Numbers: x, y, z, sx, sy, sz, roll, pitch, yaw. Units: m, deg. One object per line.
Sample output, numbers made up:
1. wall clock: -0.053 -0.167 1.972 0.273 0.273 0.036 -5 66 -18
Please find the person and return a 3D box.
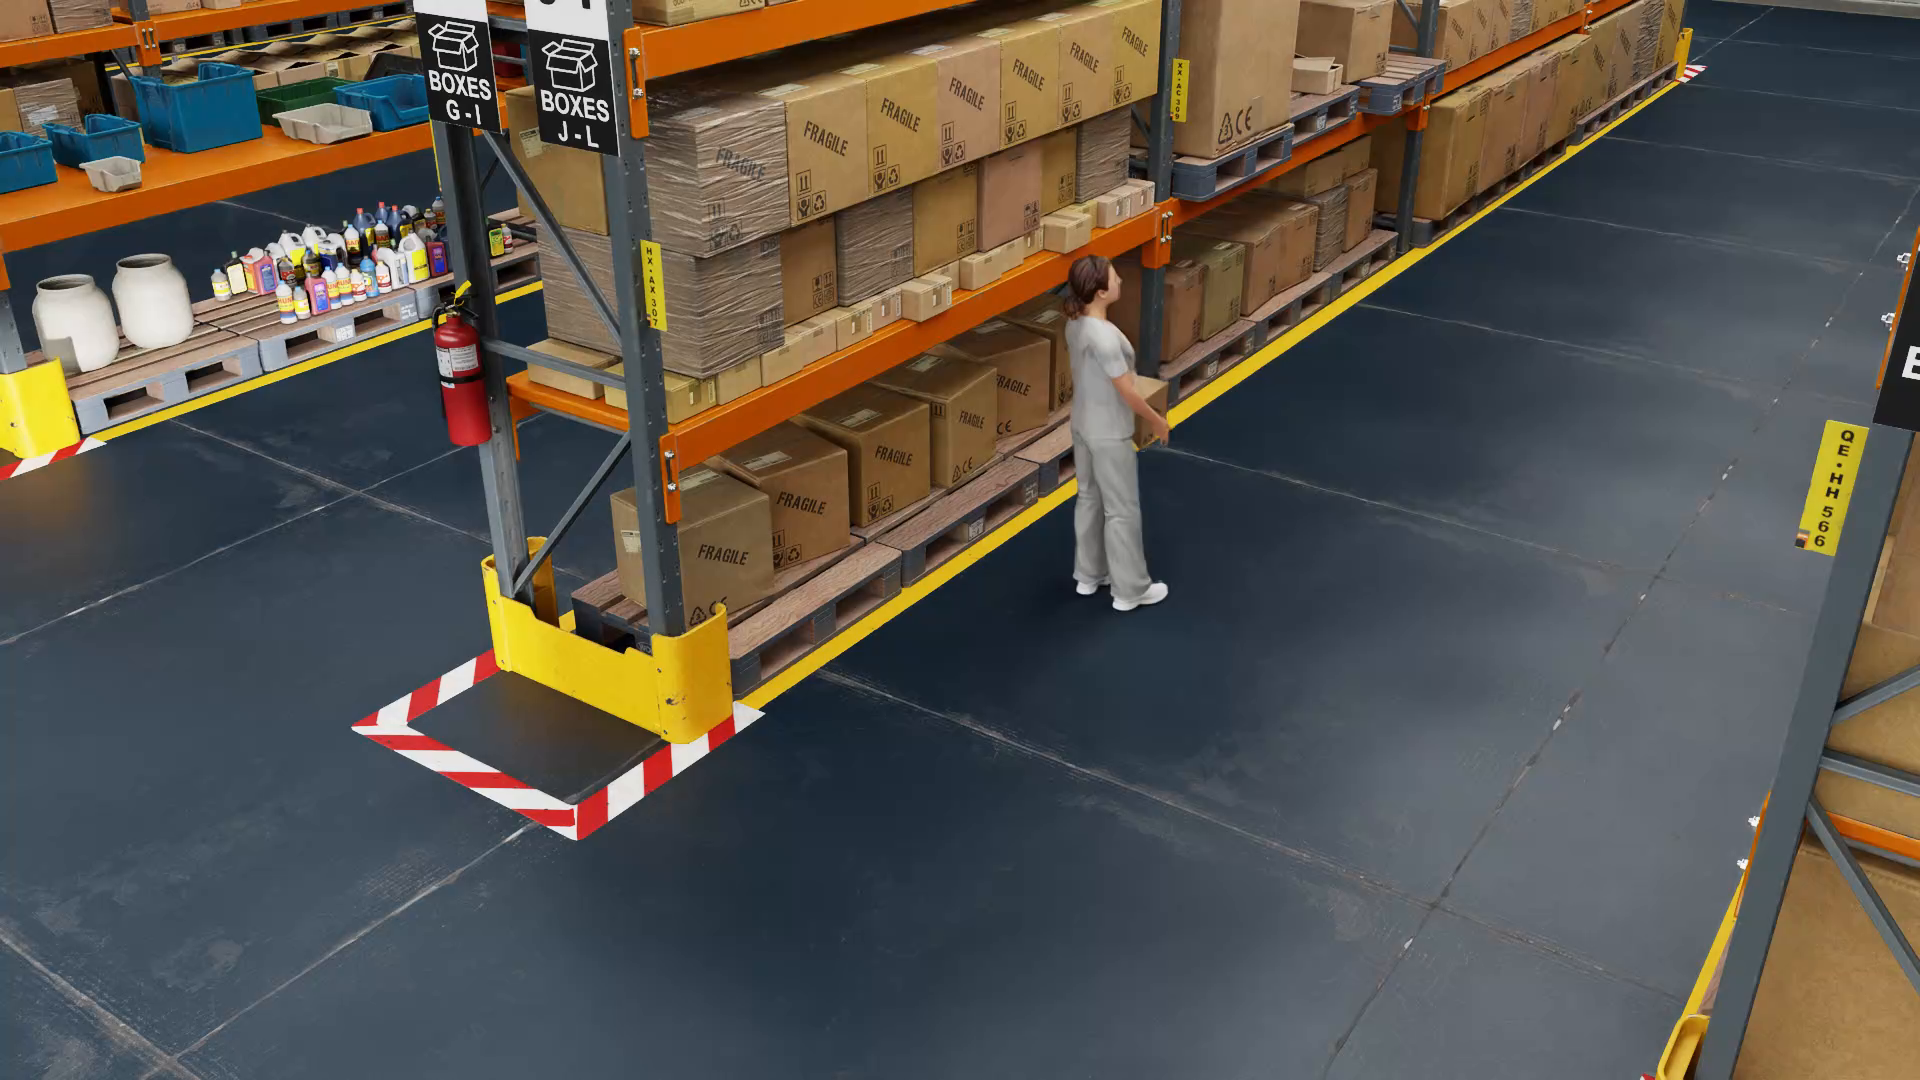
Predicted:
1. person: 0.706 -0.494 7.594 0.517 1.657 0.487 -8 28 -16
